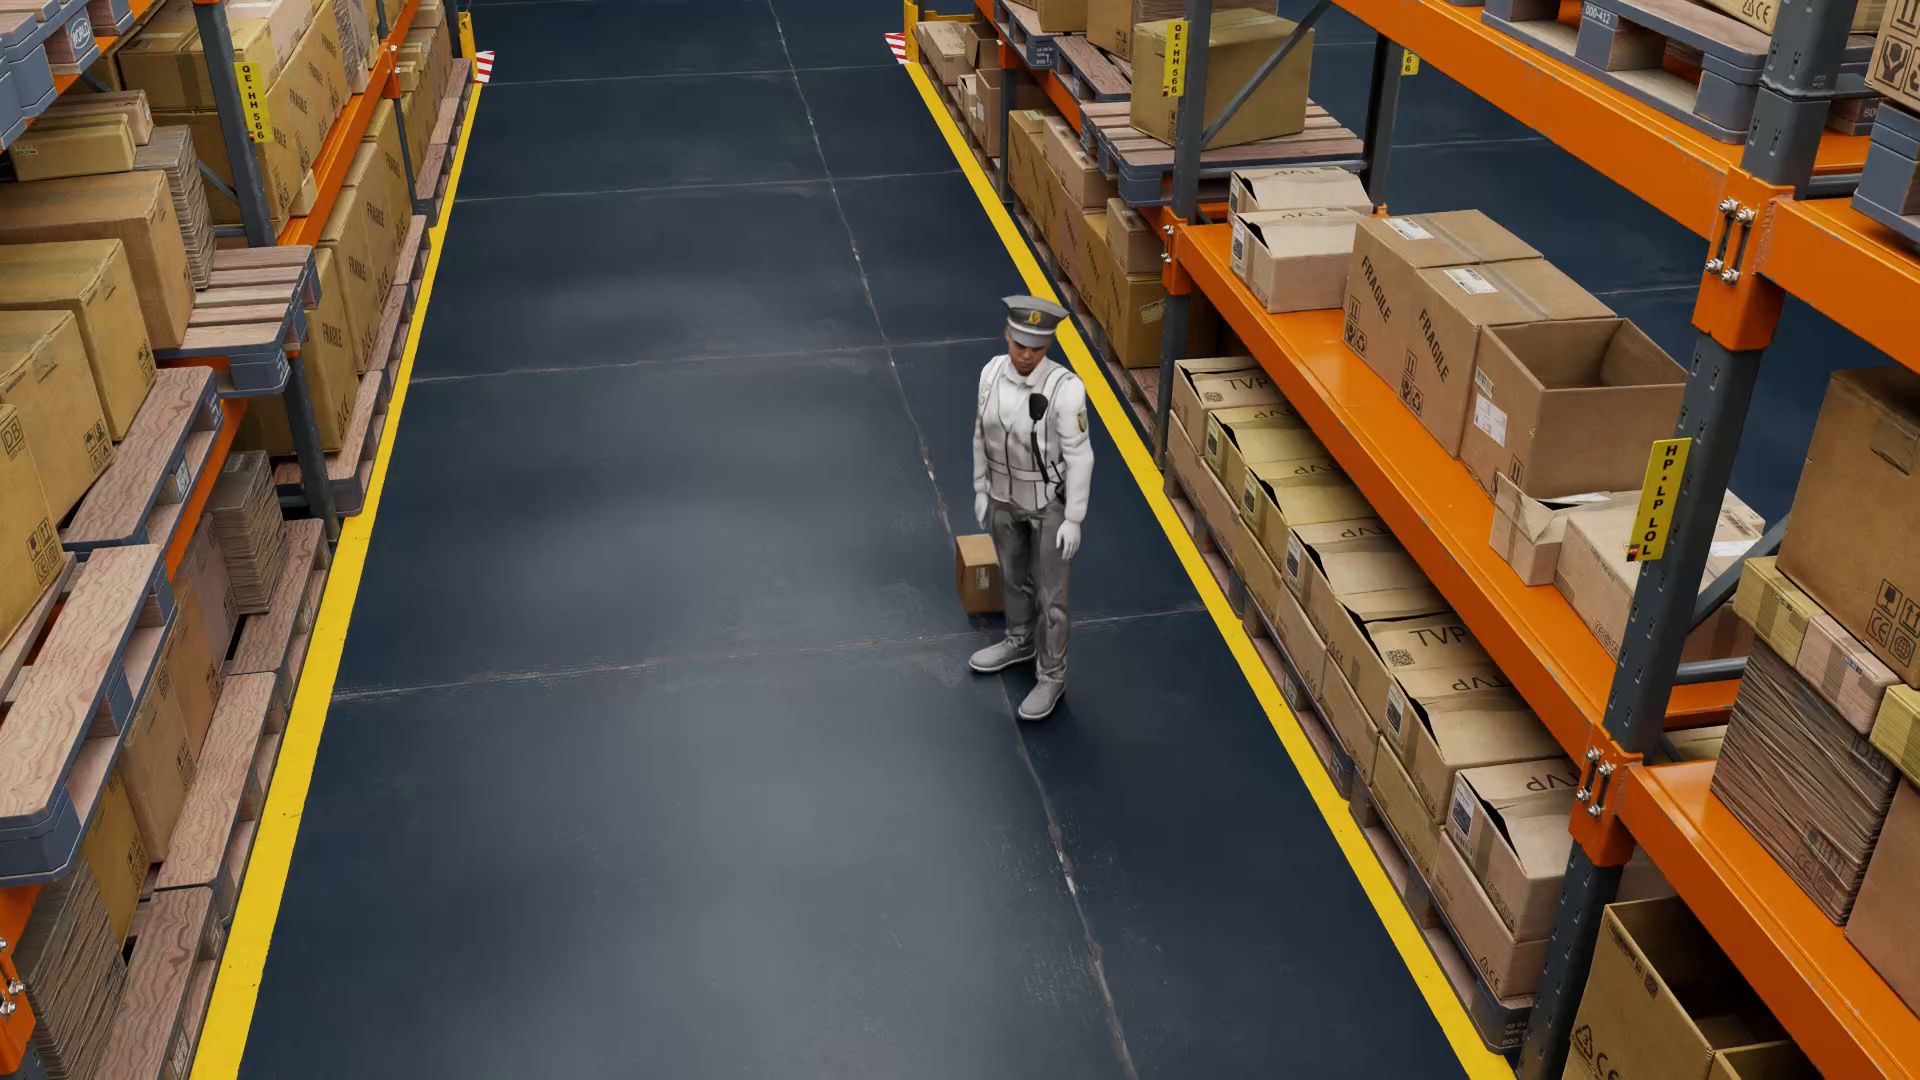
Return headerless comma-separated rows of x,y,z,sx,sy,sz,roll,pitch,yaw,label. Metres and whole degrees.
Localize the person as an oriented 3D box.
0.253,-0.133,6.293,0.528,1.679,0.405,23,38,33,person
